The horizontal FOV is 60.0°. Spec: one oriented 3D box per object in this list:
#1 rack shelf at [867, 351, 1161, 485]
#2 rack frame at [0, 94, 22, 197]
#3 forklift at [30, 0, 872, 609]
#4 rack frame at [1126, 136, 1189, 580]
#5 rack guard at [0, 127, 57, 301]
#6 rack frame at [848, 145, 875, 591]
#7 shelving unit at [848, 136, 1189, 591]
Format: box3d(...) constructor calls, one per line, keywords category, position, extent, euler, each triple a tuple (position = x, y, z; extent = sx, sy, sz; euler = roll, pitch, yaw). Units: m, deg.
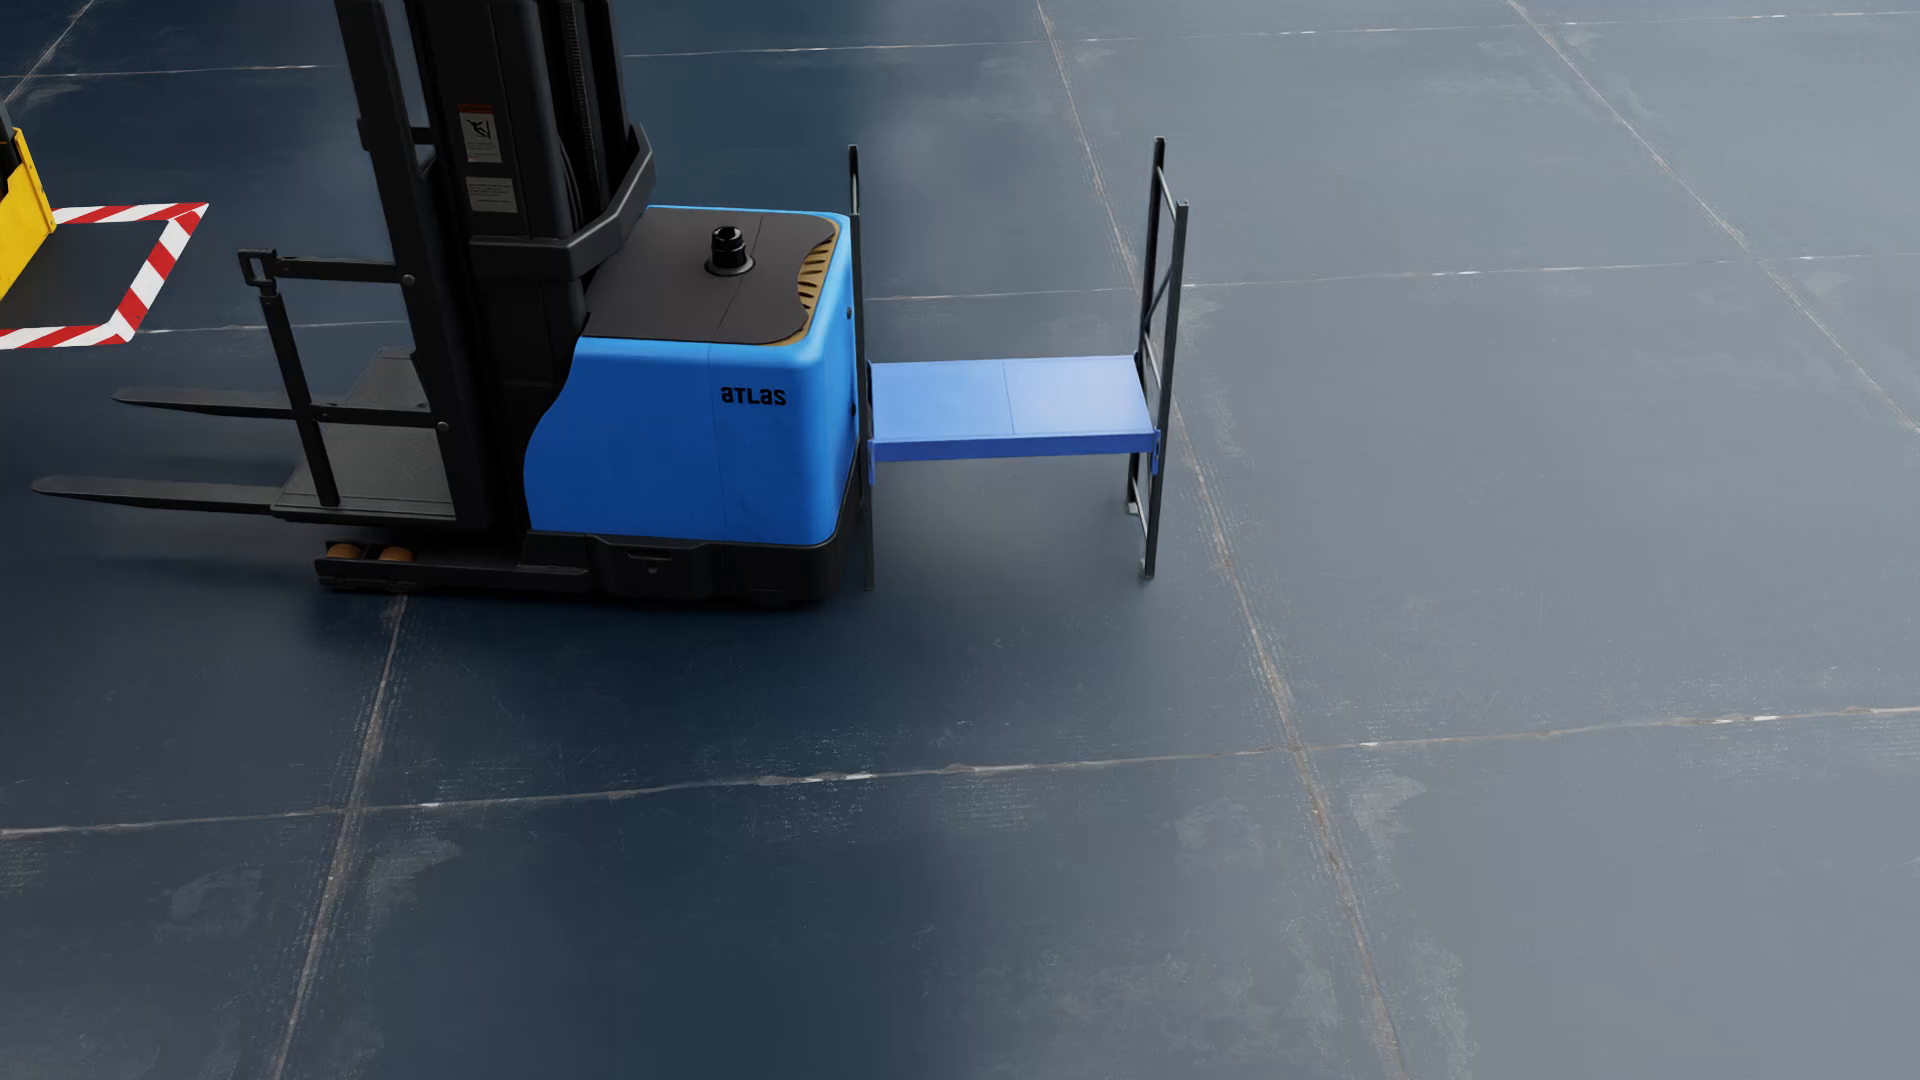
box3d(category="rack shelf", position=(0.170, -0.438, 5.885), extent=(1.000, 0.185, 0.538), euler=(-2, 38, -3))
box3d(category="rack frame", position=(-4.514, -2.423, 6.899), extent=(0.127, 3.000, 1.000), euler=(-3, 38, -4))
box3d(category="forklift", position=(-1.894, -1.283, 5.509), extent=(3.031, 2.935, 1.130), euler=(3, 38, 4))
box3d(category="rack frame", position=(0.677, -0.599, 5.798), extent=(0.032, 1.500, 0.500), euler=(-2, 38, -3))
box3d(category="rack guard", position=(-4.585, -1.408, 7.631), extent=(0.348, 0.500, 1.175), euler=(-3, 38, -4))
box3d(category="rack frame", position=(-0.338, -0.560, 5.749), extent=(0.032, 1.500, 0.500), euler=(-2, 38, -3))
box3d(category="shelving unit", position=(0.170, -0.579, 5.773), extent=(1.048, 1.500, 0.538), euler=(-2, 38, -3))
